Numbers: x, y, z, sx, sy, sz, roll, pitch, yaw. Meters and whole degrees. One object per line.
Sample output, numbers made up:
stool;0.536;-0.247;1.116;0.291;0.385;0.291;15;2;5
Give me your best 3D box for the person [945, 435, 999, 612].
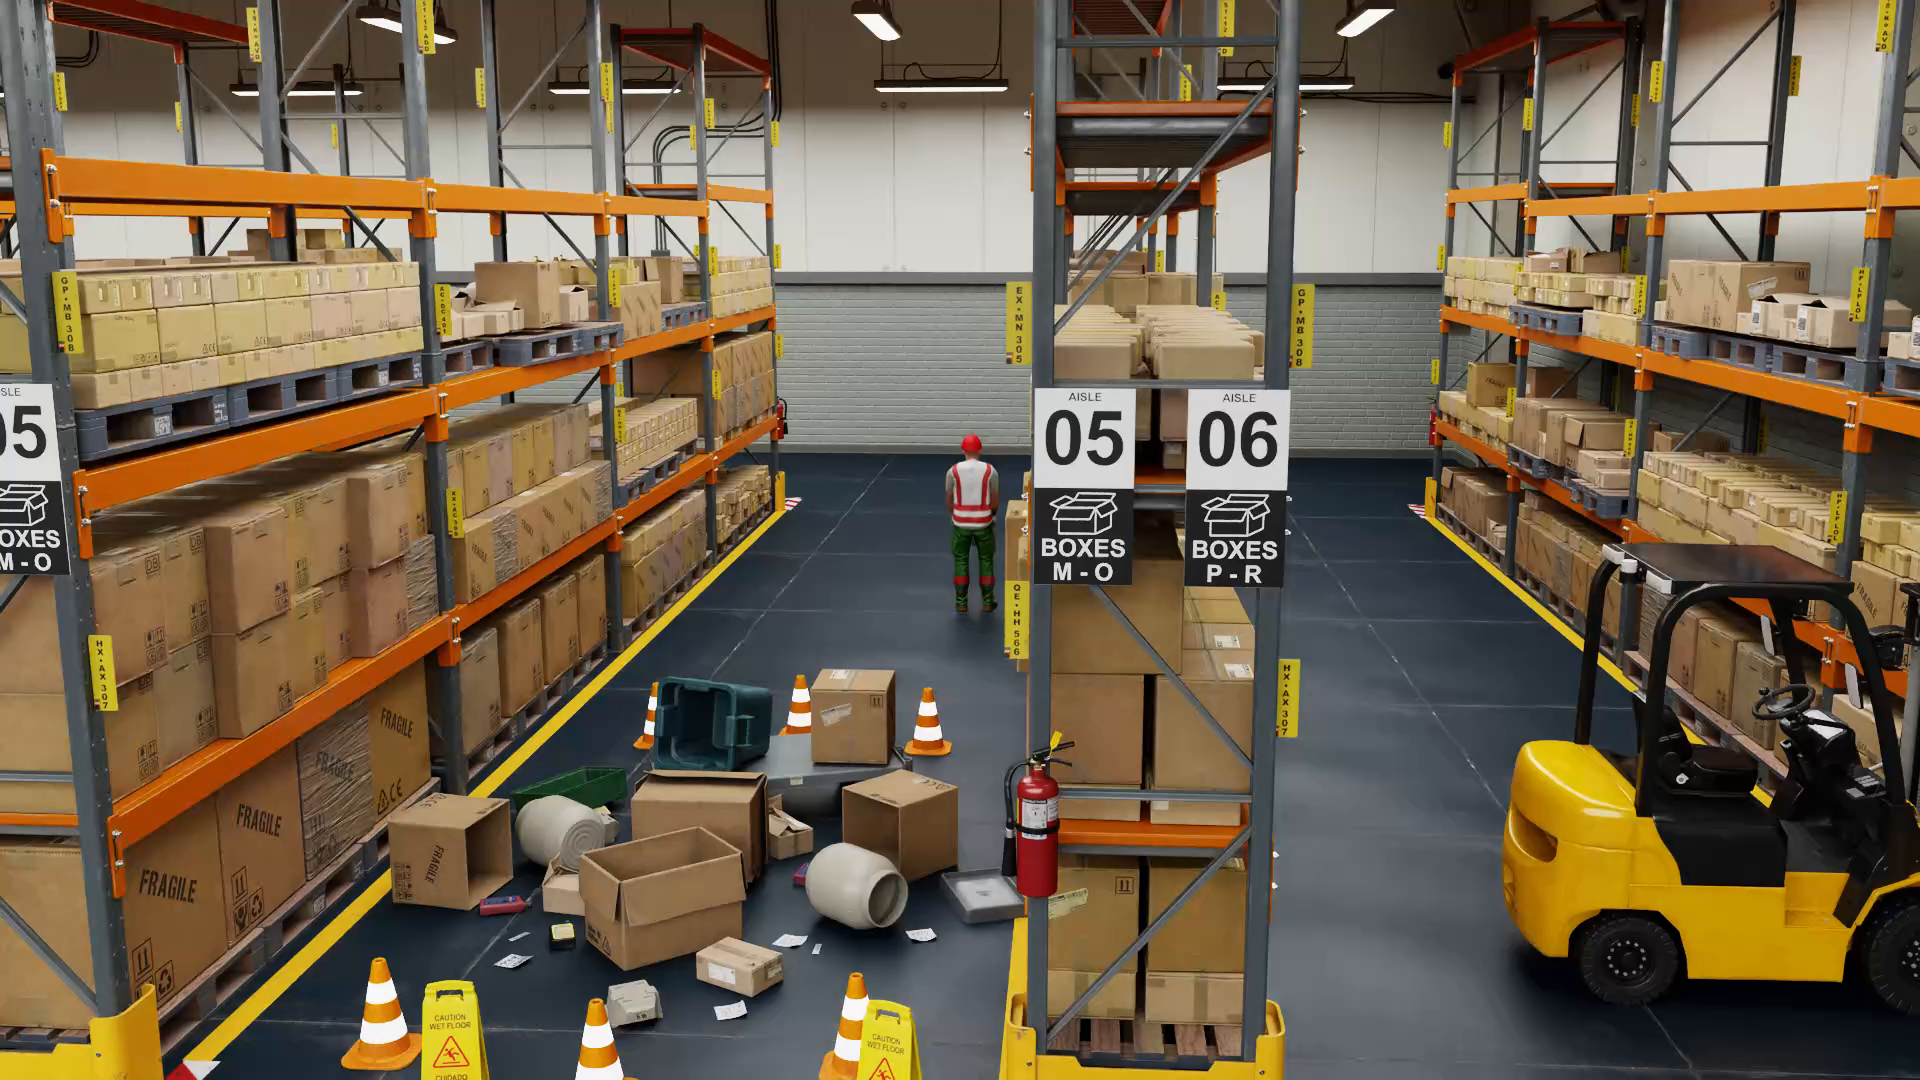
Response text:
person;0.125;-0.173;16.780;0.539;1.790;0.437;1;11;3
